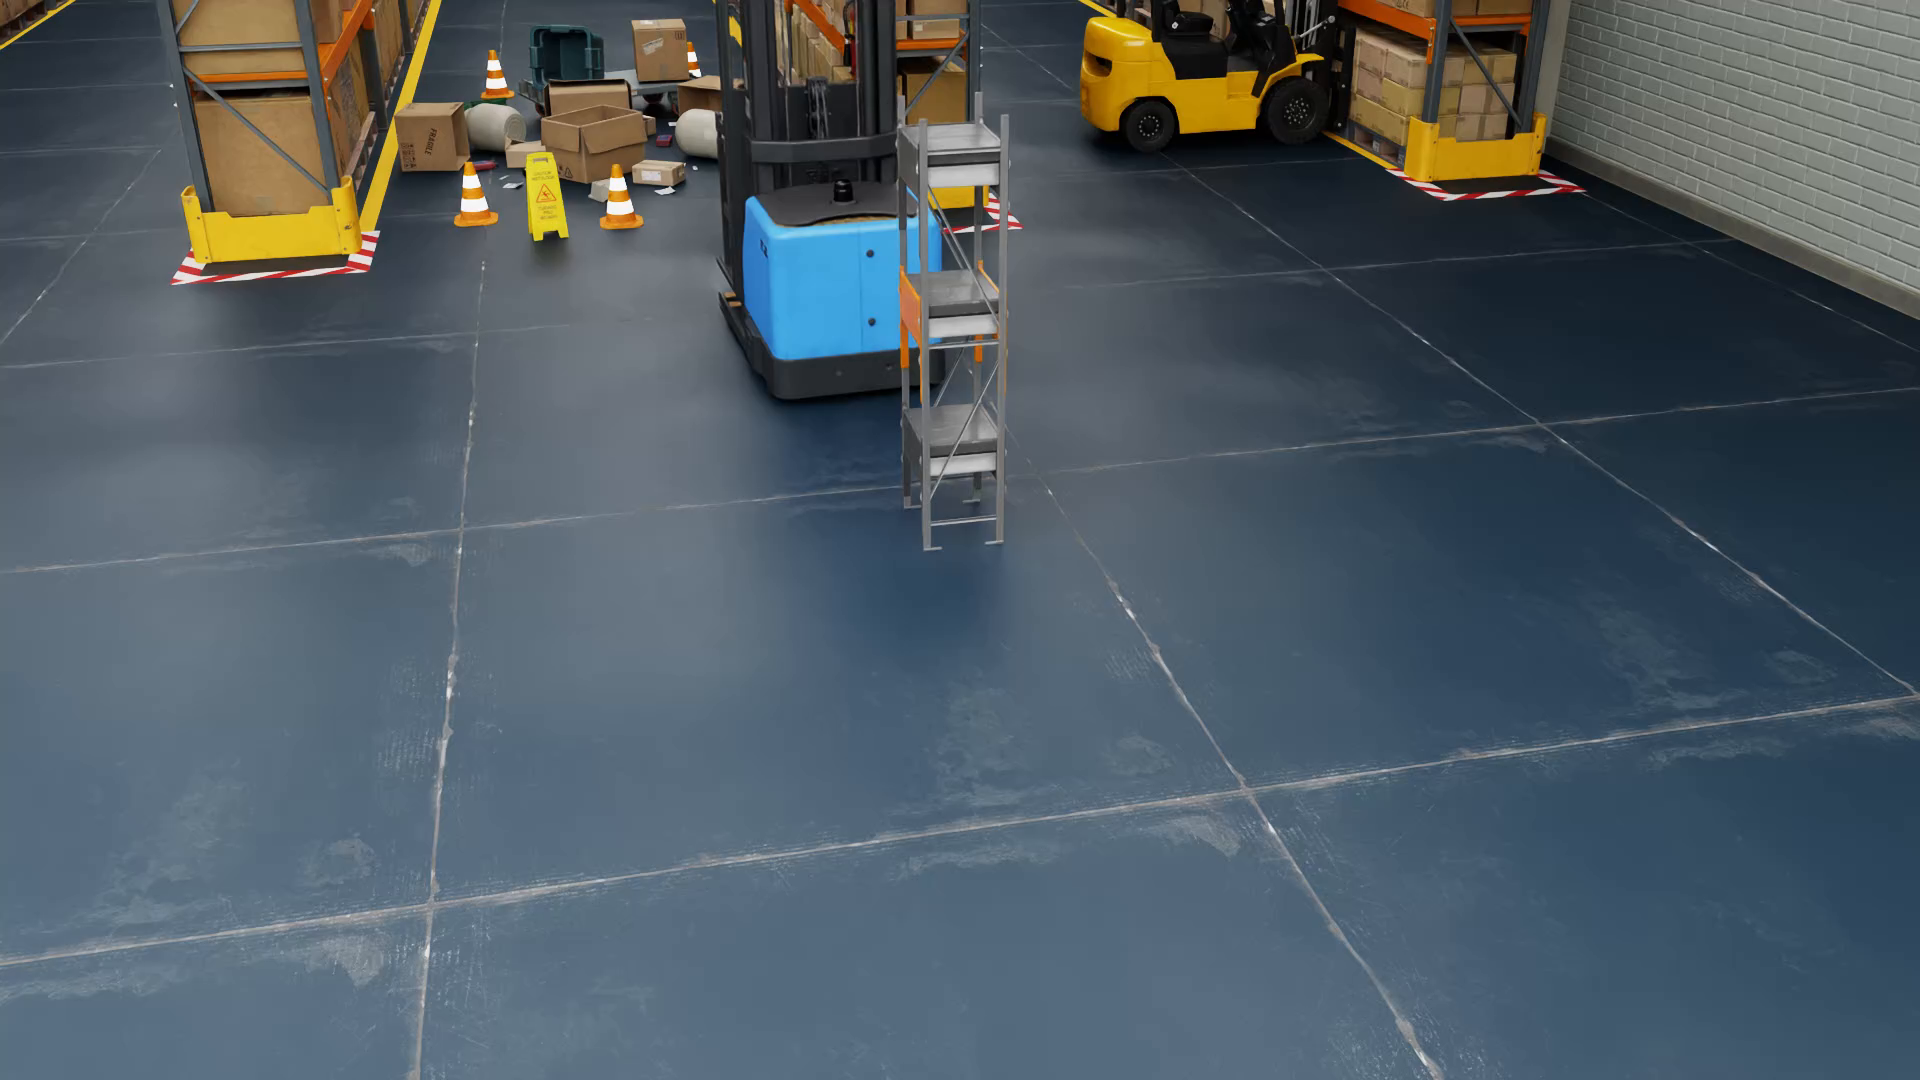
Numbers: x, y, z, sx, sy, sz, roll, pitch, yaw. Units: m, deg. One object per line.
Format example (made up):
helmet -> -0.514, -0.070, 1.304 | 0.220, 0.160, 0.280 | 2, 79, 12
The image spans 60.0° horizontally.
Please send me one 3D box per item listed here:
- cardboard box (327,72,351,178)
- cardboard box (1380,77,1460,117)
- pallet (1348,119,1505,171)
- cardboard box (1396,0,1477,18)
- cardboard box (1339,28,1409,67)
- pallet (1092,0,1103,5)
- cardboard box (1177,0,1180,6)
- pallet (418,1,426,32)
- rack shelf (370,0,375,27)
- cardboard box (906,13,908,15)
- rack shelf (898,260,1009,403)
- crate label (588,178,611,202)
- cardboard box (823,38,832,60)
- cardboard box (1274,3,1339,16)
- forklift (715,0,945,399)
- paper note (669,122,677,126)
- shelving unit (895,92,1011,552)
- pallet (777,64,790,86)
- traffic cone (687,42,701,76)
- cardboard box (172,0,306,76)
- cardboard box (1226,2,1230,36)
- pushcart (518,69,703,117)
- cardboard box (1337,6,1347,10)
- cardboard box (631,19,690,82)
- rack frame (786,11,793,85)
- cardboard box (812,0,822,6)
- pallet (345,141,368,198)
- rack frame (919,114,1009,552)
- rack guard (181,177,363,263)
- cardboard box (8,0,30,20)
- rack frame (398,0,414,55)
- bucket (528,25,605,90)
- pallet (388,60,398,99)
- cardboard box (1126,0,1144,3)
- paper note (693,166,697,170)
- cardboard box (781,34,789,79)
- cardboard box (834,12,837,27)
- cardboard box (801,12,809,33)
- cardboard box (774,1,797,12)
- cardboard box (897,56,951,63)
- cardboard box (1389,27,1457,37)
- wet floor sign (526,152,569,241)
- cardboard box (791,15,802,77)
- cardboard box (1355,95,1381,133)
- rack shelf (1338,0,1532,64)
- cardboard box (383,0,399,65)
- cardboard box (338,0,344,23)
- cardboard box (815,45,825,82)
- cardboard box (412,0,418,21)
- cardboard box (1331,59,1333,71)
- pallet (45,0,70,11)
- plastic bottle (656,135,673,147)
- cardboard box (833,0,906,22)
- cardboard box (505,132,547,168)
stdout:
cardboard box -> -5.557, -3.442, 13.632 | 0.875, 0.875, 0.875 | -6, 27, -12
cardboard box -> 4.081, -3.944, 14.765 | 0.500, 0.250, 0.500 | -6, 27, -12
pallet -> 4.283, -3.665, 15.278 | 1.003, 0.211, 1.213 | -6, 27, -12
cardboard box -> 4.129, -4.813, 14.345 | 0.500, 0.500, 0.500 | -7, 28, -13
cardboard box -> 3.844, -4.600, 15.510 | 0.500, 0.250, 0.500 | -6, 27, -11
pallet -> 2.290, -7.712, 23.295 | 1.003, 0.211, 1.213 | -6, 27, -12
cardboard box -> 2.975, -6.657, 20.279 | 0.875, 0.625, 0.625 | -5, 27, -10
pallet -> -7.388, -6.671, 21.232 | 1.003, 0.211, 1.213 | -6, 27, -12
rack shelf -> -6.492, -5.839, 17.288 | 1.077, 0.370, 4.000 | -6, 27, -12
cardboard box -> -0.285, -4.240, 13.601 | 0.380, 0.149, 0.250 | -6, 27, -11
rack shelf -> -0.037, -0.998, 7.927 | 0.431, 0.518, 0.480 | -6, 27, -12
crate label -> -2.936, -2.930, 13.902 | 0.250, 0.136, 0.298 | -23, 35, -38
cardboard box -> -0.976, -4.248, 14.370 | 0.380, 0.149, 0.250 | -5, 27, -11
cardboard box -> 3.503, -5.271, 16.841 | 0.500, 0.250, 0.500 | -6, 27, -12
forklift -> -0.997, -2.776, 10.497 | 1.130, 2.935, 3.031 | -8, 28, -15
paper note -> -2.784, -4.098, 16.335 | 0.148, 0.019, 0.142 | -6, 27, -12
shelving unit -> -0.037, -1.010, 7.921 | 0.431, 2.100, 0.503 | -6, 27, -12
pallet -> -1.418, -4.926, 17.775 | 1.003, 0.211, 1.213 | -6, 27, -12
traffic cone -> -2.884, -5.099, 17.838 | 0.336, 0.463, 0.334 | -6, 27, -12
cardboard box -> -5.267, -3.751, 12.187 | 0.875, 0.550, 0.550 | -6, 27, -12
cardboard box -> 3.466, -5.690, 18.364 | 0.875, 0.625, 0.625 | -5, 27, -9
pushcart -> -3.451, -4.405, 16.558 | 1.648, 0.377, 0.936 | -16, 31, -29
cardboard box -> 4.023, -5.324, 16.945 | 0.500, 0.250, 0.500 | -6, 27, -12
cardboard box -> -2.968, -4.857, 16.478 | 0.500, 0.500, 0.500 | -6, 27, -12
rack frame -> -1.241, -5.829, 16.470 | 1.000, 3.000, 0.127 | -6, 27, -12
cardboard box -> -1.119, -4.876, 14.860 | 0.380, 0.149, 0.250 | -6, 27, -12
pallet -> -5.667, -3.159, 14.274 | 1.003, 0.211, 1.213 | -6, 27, -12
rack frame -> 0.018, -0.903, 7.709 | 0.400, 2.100, 0.015 | -6, 27, -12
rack guard -> -5.134, -2.400, 12.449 | 1.175, 0.500, 0.348 | -6, 27, -12
cardboard box -> -12.333, -6.903, 20.489 | 1.225, 0.875, 0.875 | -7, 28, -13
rack frame -> -6.942, -7.038, 18.865 | 1.000, 3.000, 0.127 | -6, 27, -12
bucket -> -3.764, -4.674, 16.127 | 0.726, 0.611, 0.620 | 3, 17, 6
pallet -> -6.567, -4.905, 17.733 | 1.003, 0.211, 1.213 | -6, 27, -12
cardboard box -> 2.388, -7.326, 21.744 | 0.500, 0.500, 0.500 | -5, 27, -10
paper note -> -2.359, -3.314, 14.805 | 0.032, 0.001, 0.123 | -6, 27, -12
cardboard box -> -1.361, -5.073, 17.423 | 0.950, 0.372, 0.625 | -6, 27, -11
cardboard box -> -0.834, -4.318, 13.755 | 0.380, 0.149, 0.250 | -6, 27, -12
cardboard box -> -1.284, -4.841, 15.545 | 0.380, 0.149, 0.250 | -5, 27, -10
cardboard box -> -1.851, -6.027, 19.313 | 0.950, 0.372, 0.625 | -6, 27, -13
cardboard box -> -0.380, -3.989, 14.578 | 0.500, 0.500, 0.500 | -7, 28, -14
cardboard box -> 4.353, -4.655, 15.619 | 0.500, 0.250, 0.500 | -6, 27, -12
wet floor sign -> -3.204, -2.663, 12.811 | 0.267, 0.644, 0.232 | -11, 29, -20
cardboard box -> -1.371, -4.837, 16.258 | 0.500, 0.500, 0.500 | -5, 27, -9
cardboard box -> 3.979, -3.932, 15.297 | 0.500, 0.250, 0.500 | -6, 27, -12
rack shelf -> 4.045, -5.136, 15.894 | 1.077, 0.370, 4.000 | -6, 27, -12
cardboard box -> -6.692, -5.561, 17.970 | 1.050, 0.750, 0.750 | -6, 27, -11
cardboard box -> -5.576, -4.478, 13.626 | 0.875, 0.550, 0.500 | -6, 27, -12
cardboard box -> -1.002, -4.144, 14.885 | 0.500, 0.500, 0.500 | -7, 28, -13
cardboard box -> -6.970, -6.666, 20.437 | 0.500, 0.500, 0.500 | -6, 27, -11
cardboard box -> 3.733, -4.610, 16.084 | 0.500, 0.250, 0.500 | -6, 27, -12
pallet -> -12.794, -7.432, 22.740 | 1.003, 0.211, 1.213 | -6, 27, -12
plastic bottle -> -2.777, -3.760, 15.632 | 0.133, 0.061, 0.283 | -1, 27, -3
cardboard box -> -0.730, -4.461, 13.318 | 0.500, 0.500, 0.500 | -6, 27, -13
cardboard box -> -3.859, -3.494, 14.878 | 0.396, 0.266, 0.258 | -1, 27, -3
